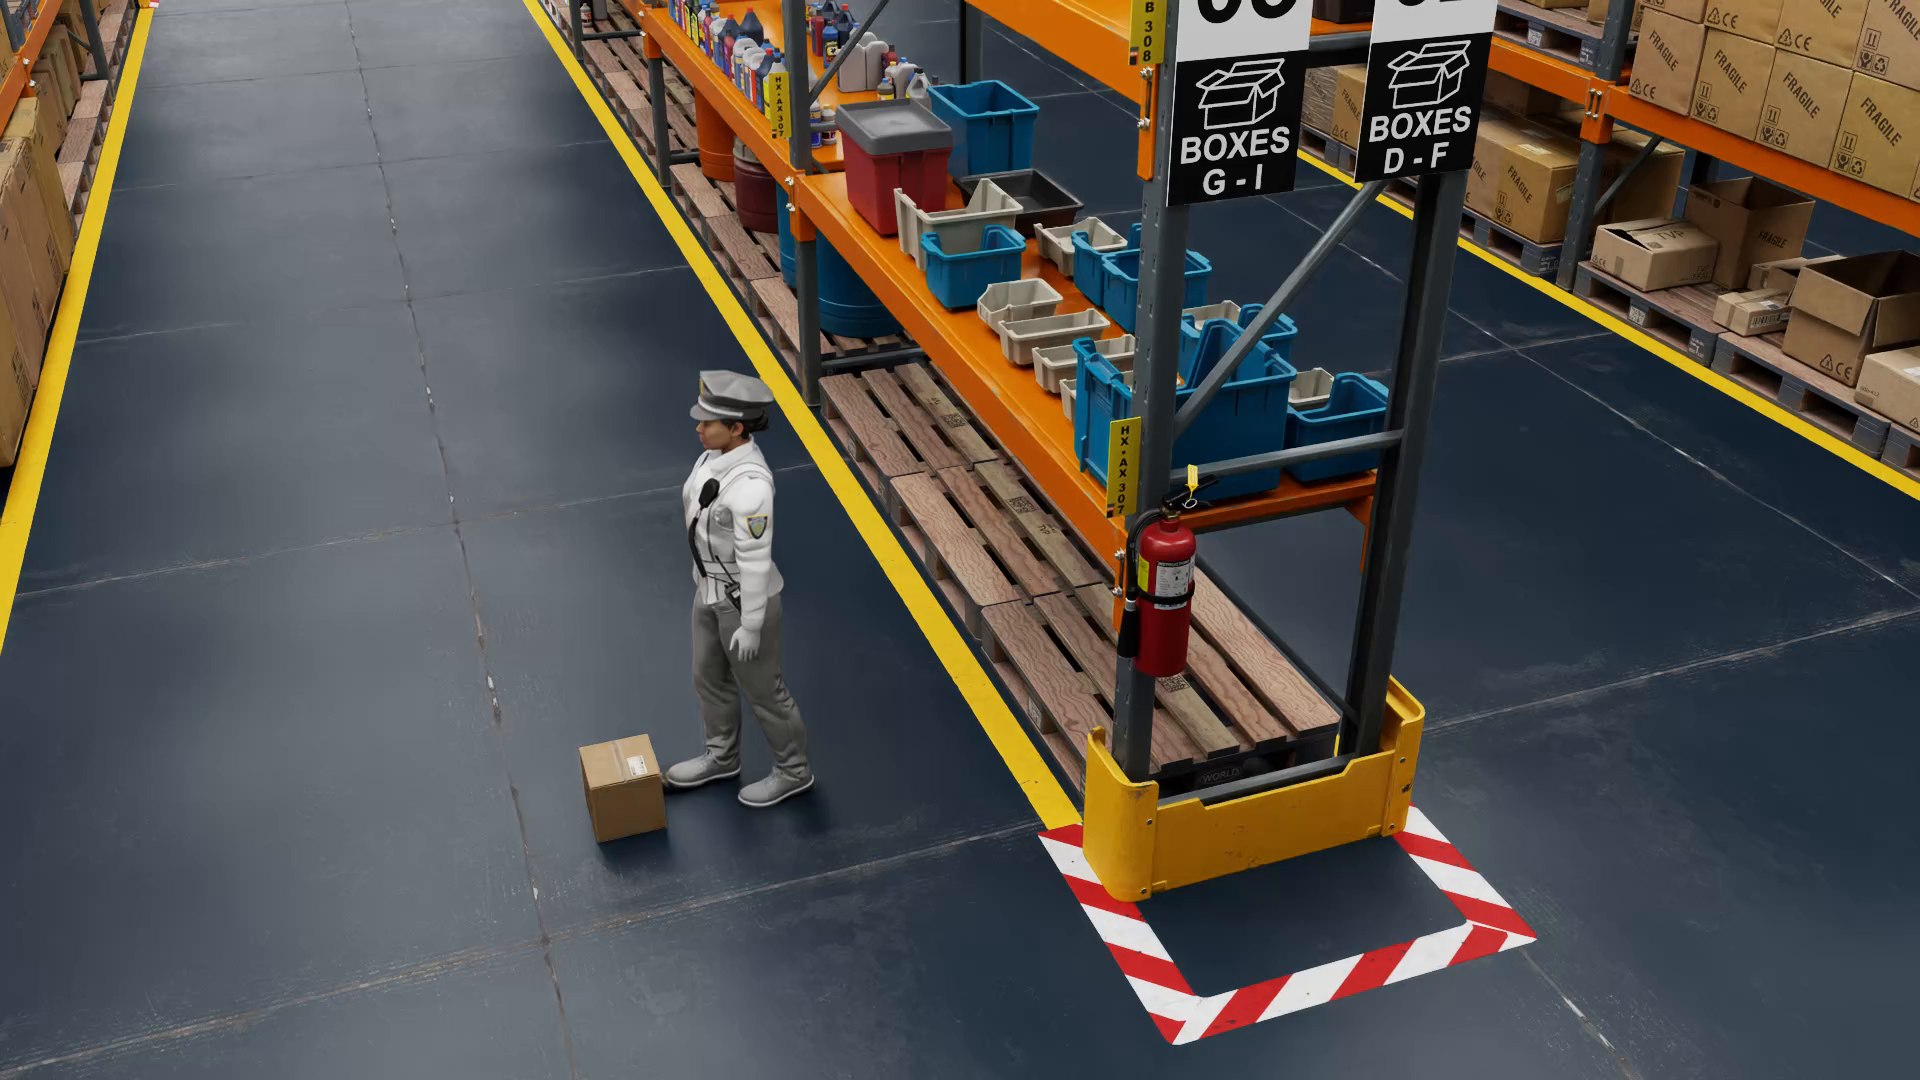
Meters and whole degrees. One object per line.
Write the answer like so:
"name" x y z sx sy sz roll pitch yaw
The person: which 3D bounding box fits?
"person" -0.816 0.203 5.762 0.512 1.685 0.479 -10 32 -17
